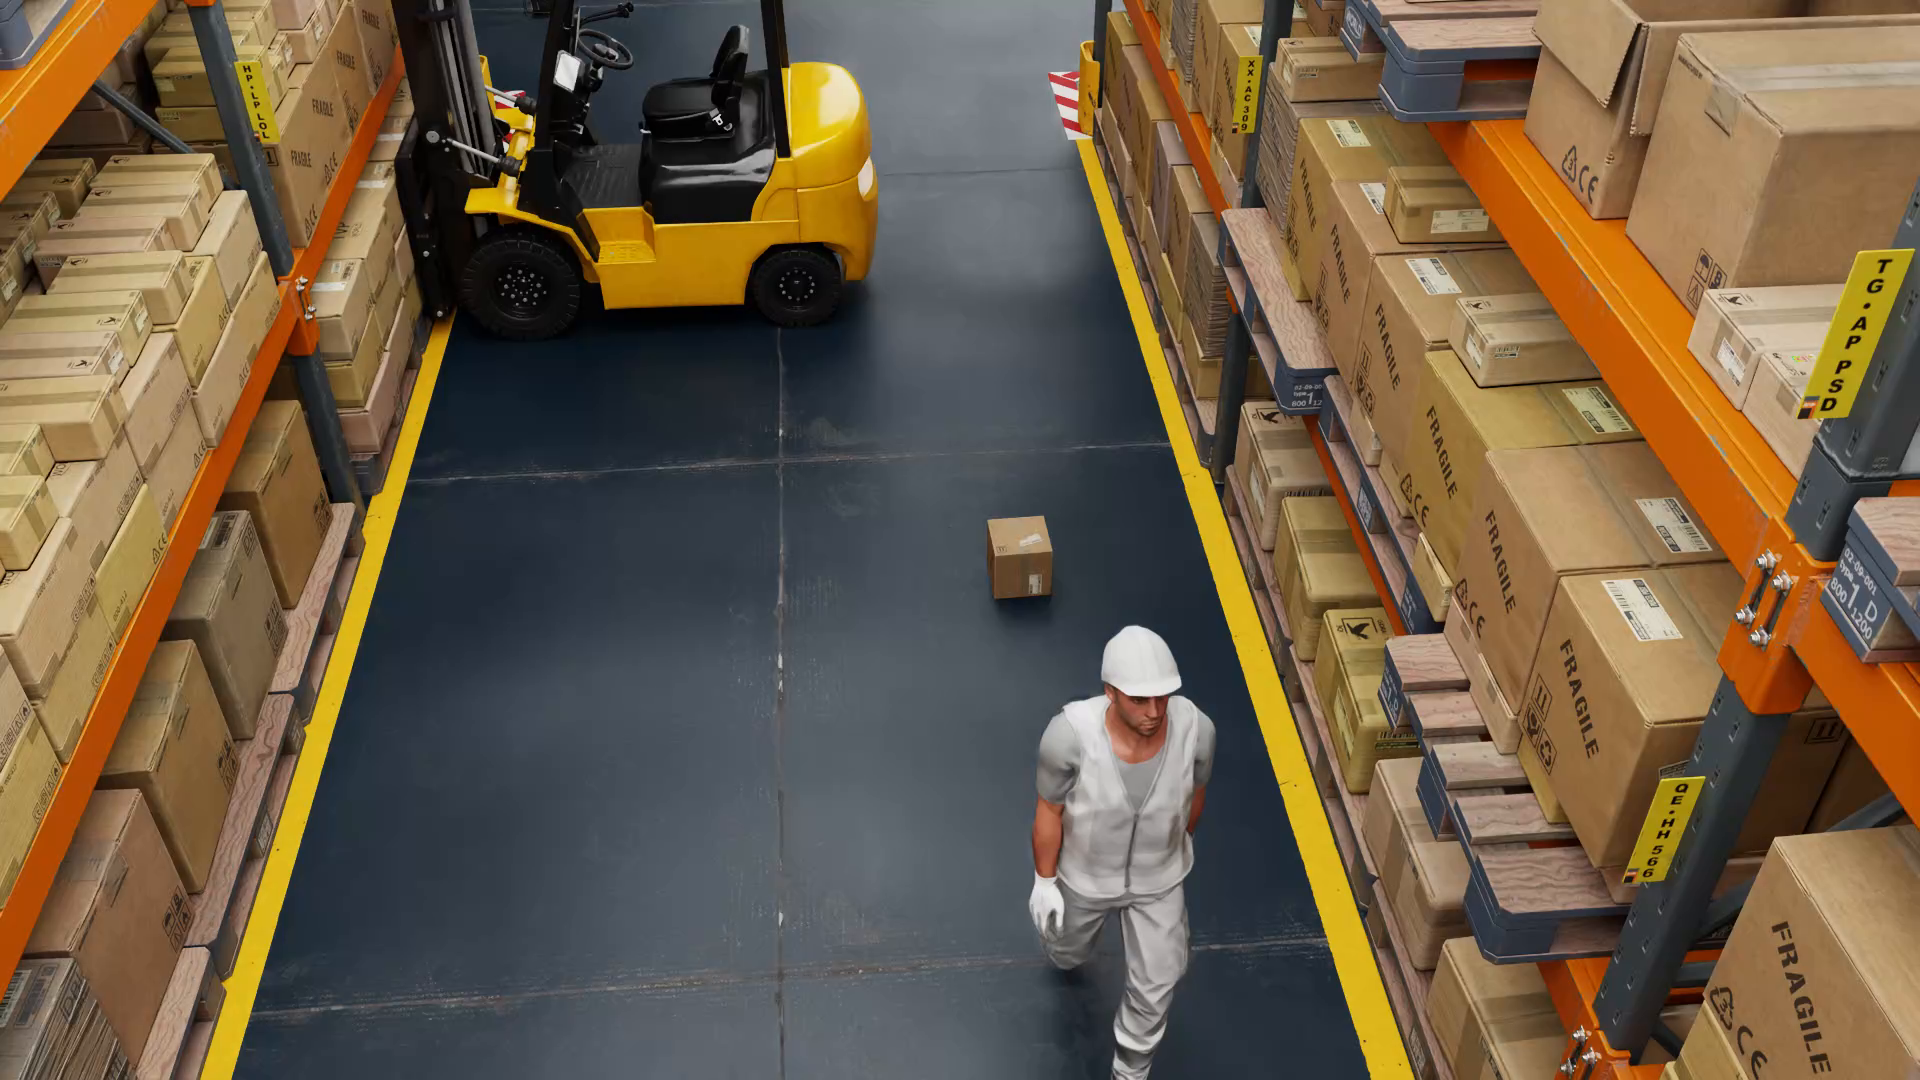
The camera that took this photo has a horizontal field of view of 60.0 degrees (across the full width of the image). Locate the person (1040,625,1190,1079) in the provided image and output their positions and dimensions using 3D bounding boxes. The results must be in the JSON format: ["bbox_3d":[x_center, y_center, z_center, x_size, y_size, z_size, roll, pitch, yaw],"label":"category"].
[{"bbox_3d":[10.506,-9.951,18.530,22.166,1.780,34.439,-2,39,-2],"label":"person"}]
